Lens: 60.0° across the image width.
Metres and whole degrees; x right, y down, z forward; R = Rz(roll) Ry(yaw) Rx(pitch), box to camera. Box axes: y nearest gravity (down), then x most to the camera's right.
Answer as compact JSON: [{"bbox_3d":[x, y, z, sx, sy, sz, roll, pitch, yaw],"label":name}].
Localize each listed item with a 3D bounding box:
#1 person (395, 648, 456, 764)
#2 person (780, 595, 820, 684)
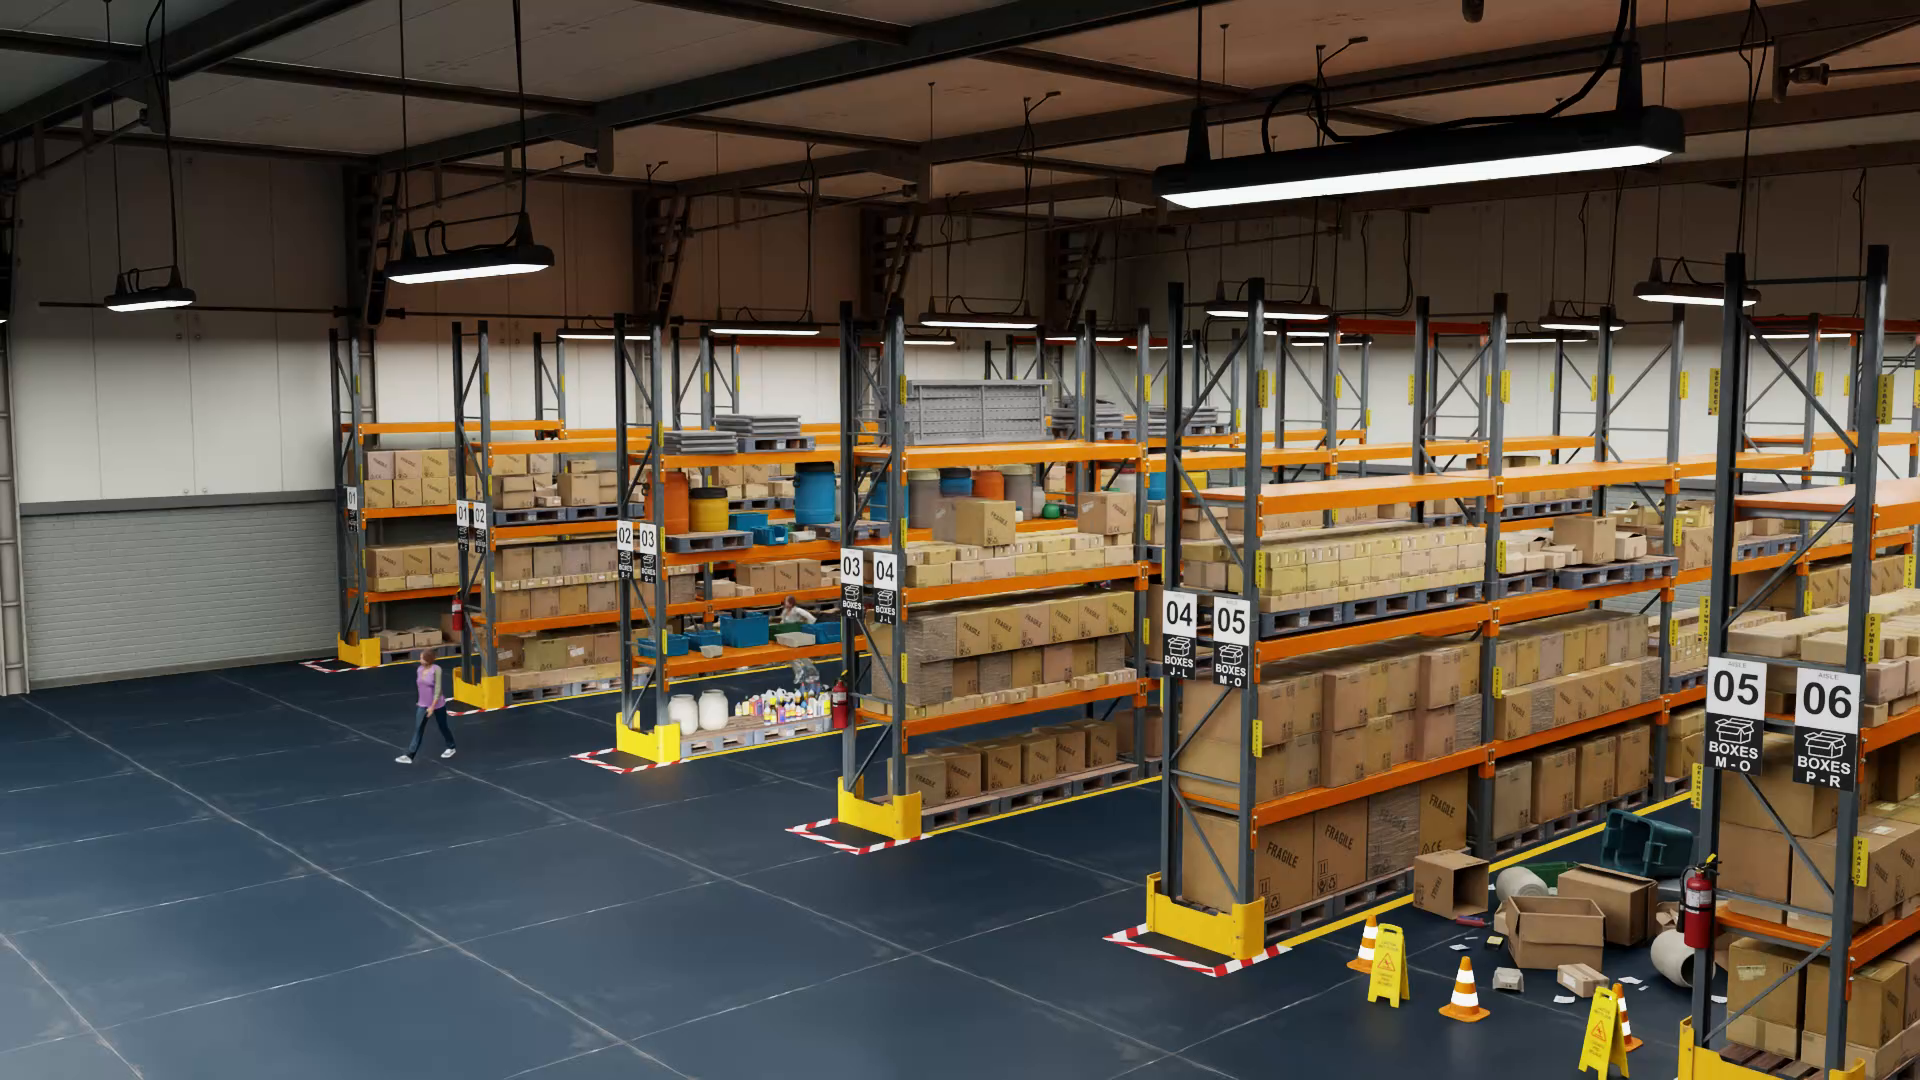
[{"bbox_3d":[-7.064,2.198,22.065,0.430,1.533,1.020,1,6,13],"label":"person"},{"bbox_3d":[-2.703,1.650,27.773,0.781,1.516,0.471,-3,7,-30],"label":"person"}]
